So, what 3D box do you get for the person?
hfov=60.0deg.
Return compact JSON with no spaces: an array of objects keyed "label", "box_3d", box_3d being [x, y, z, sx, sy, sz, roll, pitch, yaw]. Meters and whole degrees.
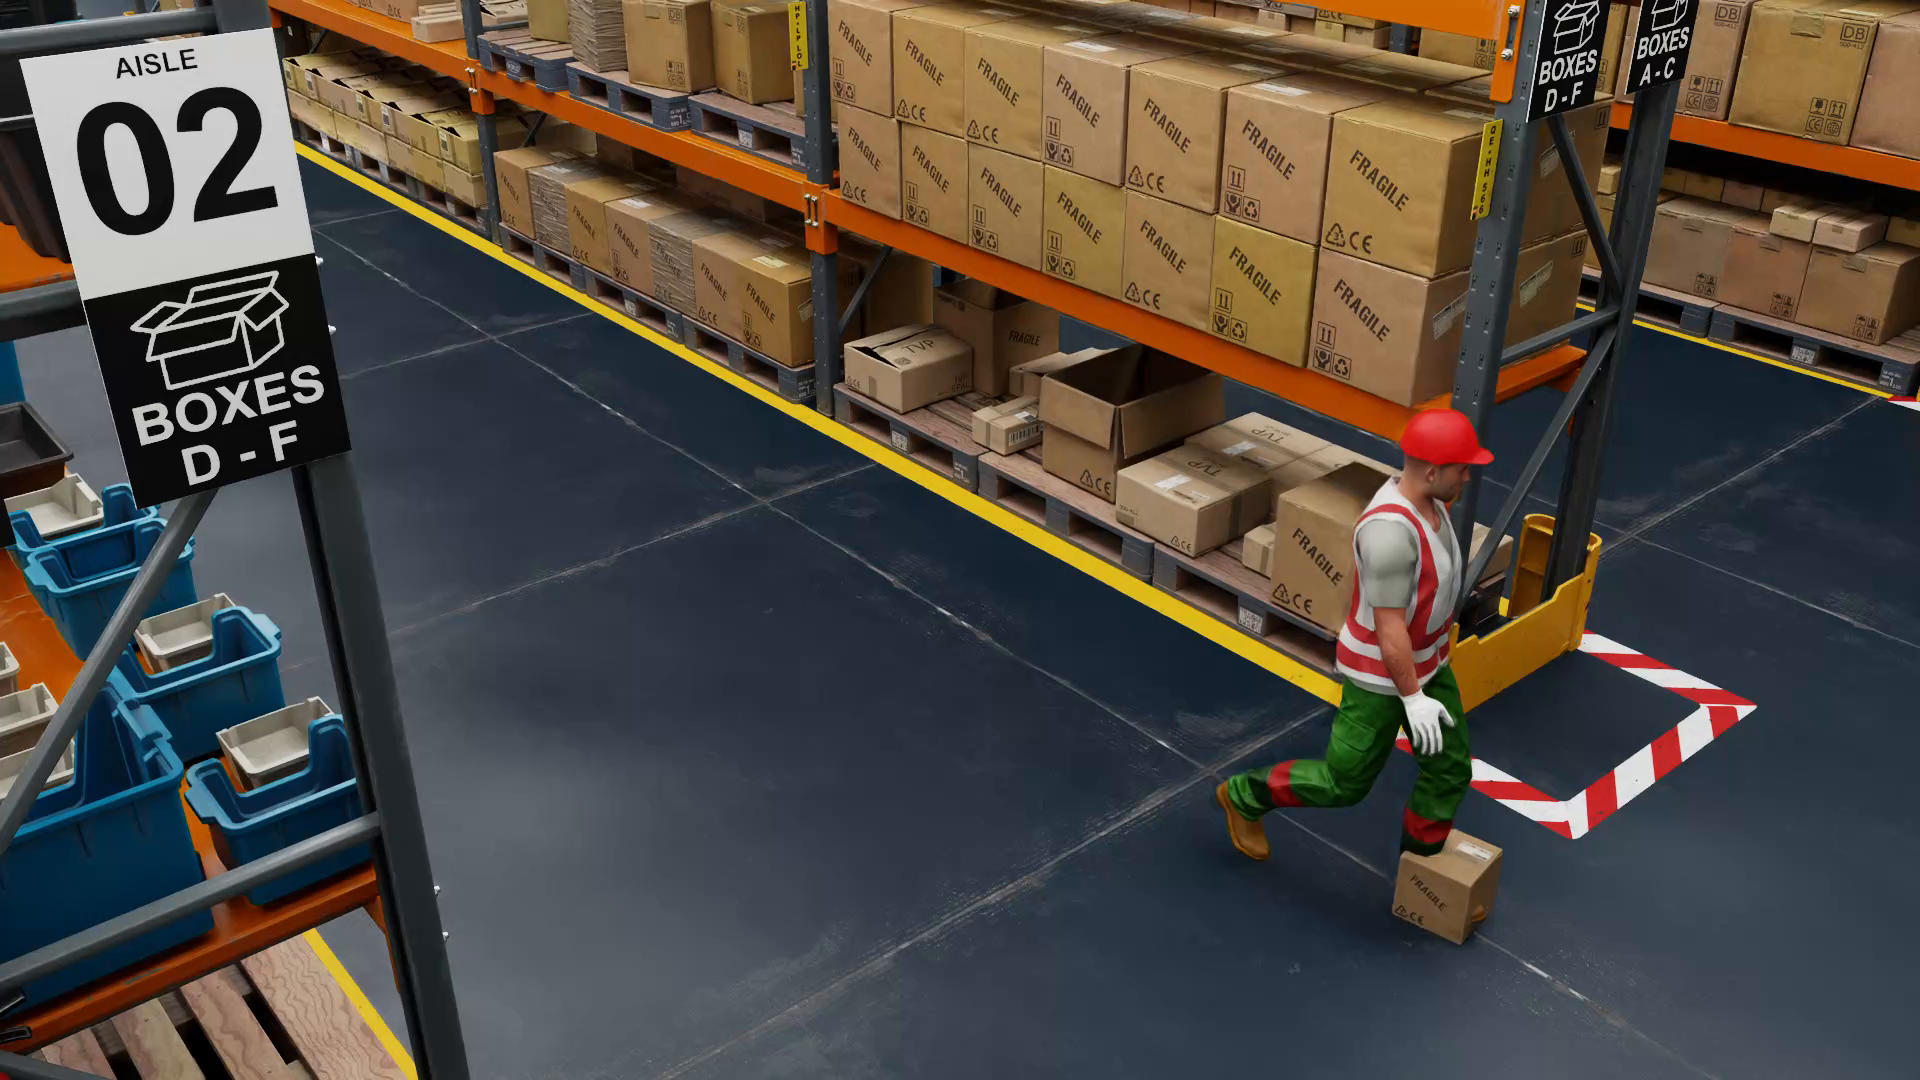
[{"label":"person","box_3d":[1.355,0.388,5.351,0.949,1.737,0.542,19,33,32]}]
